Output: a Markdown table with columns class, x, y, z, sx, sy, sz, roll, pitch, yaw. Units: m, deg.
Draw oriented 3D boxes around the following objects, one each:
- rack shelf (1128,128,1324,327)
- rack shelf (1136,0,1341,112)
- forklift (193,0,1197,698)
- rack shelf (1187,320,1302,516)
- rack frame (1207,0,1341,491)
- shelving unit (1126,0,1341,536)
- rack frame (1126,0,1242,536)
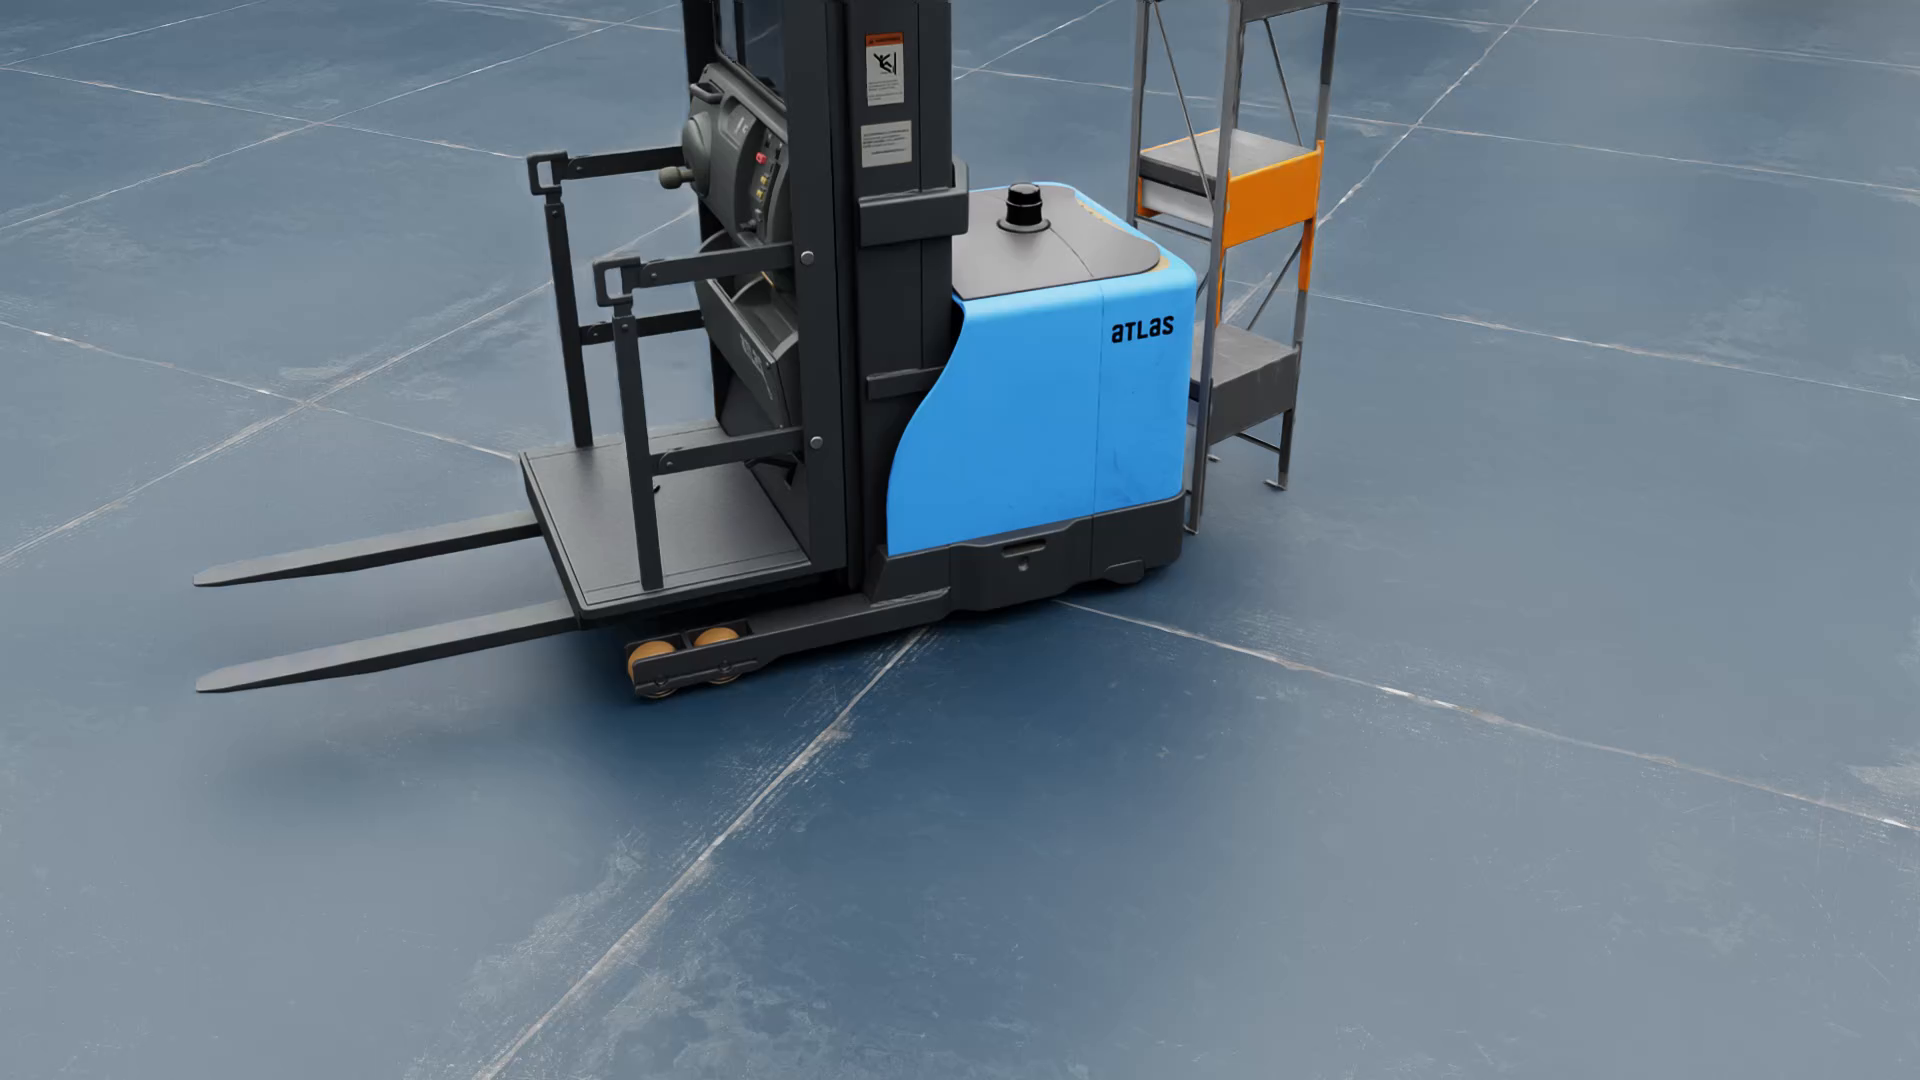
| class | x | y | z | sx | sy | sz | roll | pitch | yaw |
| --- | --- | --- | --- | --- | --- | --- | --- | --- | --- |
| rack shelf | 0.871 | -1.070 | 5.532 | 0.480 | 0.518 | 0.431 | -24 | 38 | -36 |
| rack shelf | 0.871 | -1.677 | 5.184 | 0.480 | 0.518 | 0.431 | -24 | 38 | -36 |
| forklift | -0.830 | -1.101 | 4.724 | 3.031 | 2.935 | 1.130 | -12 | 32 | -19 |
| rack shelf | 0.871 | -0.463 | 5.881 | 0.480 | 0.518 | 0.431 | -24 | 38 | -36 |
| rack frame | 1.052 | -1.163 | 5.667 | 0.015 | 2.100 | 0.400 | -24 | 38 | -36 |
| shelving unit | 0.871 | -1.082 | 5.525 | 0.503 | 2.100 | 0.431 | -24 | 38 | -36 |
| rack frame | 0.690 | -1.000 | 5.384 | 0.015 | 2.100 | 0.400 | -24 | 38 | -36 |
